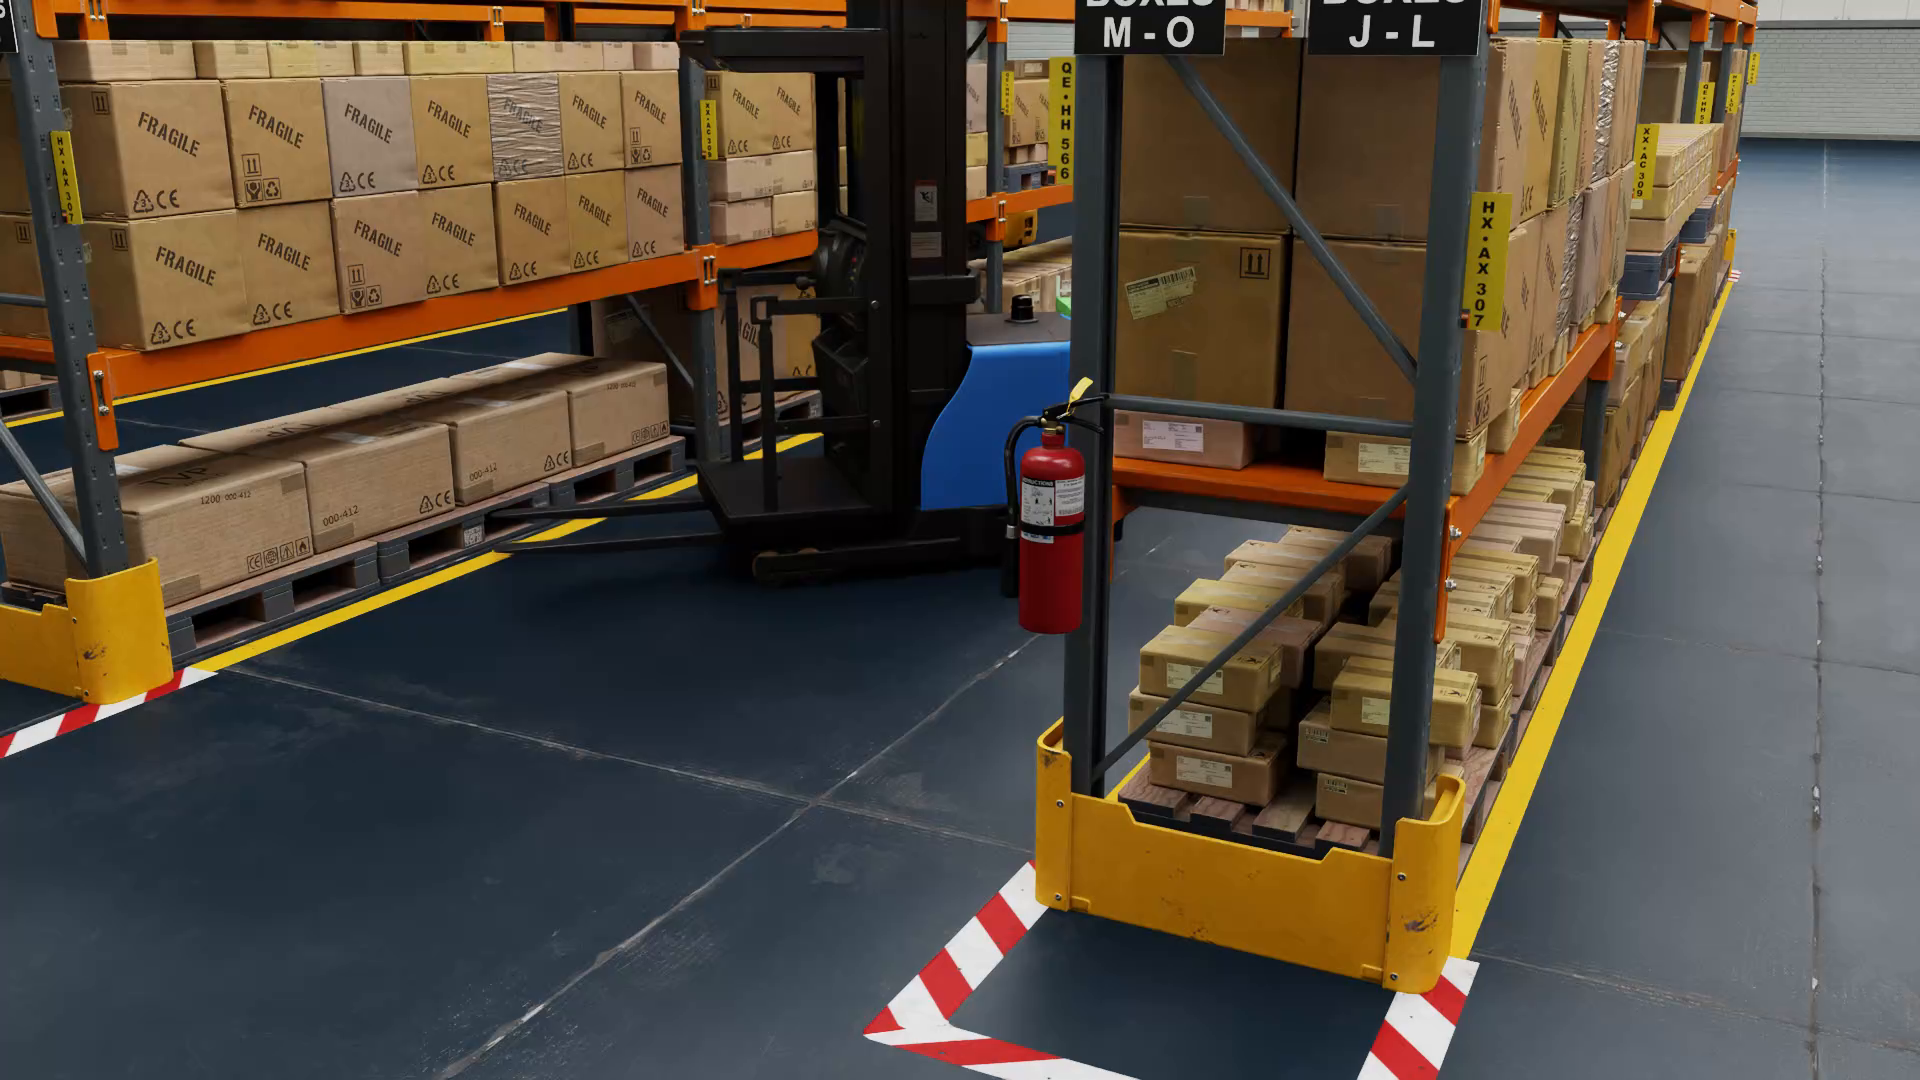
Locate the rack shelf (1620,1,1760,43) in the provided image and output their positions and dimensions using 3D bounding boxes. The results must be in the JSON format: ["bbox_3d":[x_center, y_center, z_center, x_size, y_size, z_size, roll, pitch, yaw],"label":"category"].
[{"bbox_3d":[7.023,-4.976,16.005,1.077,0.370,4.000,8,18,25],"label":"rack shelf"}]

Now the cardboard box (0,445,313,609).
[{"bbox_3d":[-3.501,-0.075,7.271,0.875,0.438,0.875,7,18,24],"label":"cardboard box"}]

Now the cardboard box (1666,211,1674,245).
[{"bbox_3d":[3.260,-1.530,8.111,0.380,0.149,0.250,8,19,26],"label":"cardboard box"}]

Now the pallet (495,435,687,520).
[{"bbox_3d":[-2.329,-0.419,9.566,1.003,0.211,1.213,8,18,25],"label":"pallet"}]

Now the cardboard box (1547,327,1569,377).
[{"bbox_3d":[2.002,-0.705,6.072,0.380,0.149,0.250,9,19,26],"label":"cardboard box"}]

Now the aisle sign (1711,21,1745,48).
[{"bbox_3d":[8.216,-5.618,17.607,0.394,0.787,0.004,8,18,25],"label":"aisle sign"}]

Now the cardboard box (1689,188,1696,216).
[{"bbox_3d":[3.955,-1.925,9.442,0.380,0.149,0.250,9,19,27],"label":"cardboard box"}]

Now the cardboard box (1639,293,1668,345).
[{"bbox_3d":[4.055,-1.380,10.237,0.500,0.250,0.500,8,18,26],"label":"cardboard box"}]

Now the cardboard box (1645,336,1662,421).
[{"bbox_3d":[4.046,-1.025,10.360,0.500,0.500,0.500,9,19,28],"label":"cardboard box"}]

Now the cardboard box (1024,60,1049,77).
[{"bbox_3d":[0.736,-4.316,15.212,0.380,0.149,0.250,9,19,28],"label":"cardboard box"}]

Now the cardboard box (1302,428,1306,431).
[{"bbox_3d":[0.903,-0.440,5.178,0.380,0.149,0.250,8,18,25],"label":"cardboard box"}]

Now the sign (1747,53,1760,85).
[{"bbox_3d":[8.395,-4.988,17.602,0.100,0.325,0.005,8,18,25],"label":"sign"}]

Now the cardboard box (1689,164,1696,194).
[{"bbox_3d":[3.839,-2.000,9.170,0.380,0.149,0.250,8,18,24],"label":"cardboard box"}]

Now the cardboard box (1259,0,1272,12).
[{"bbox_3d":[3.302,-6.057,18.820,0.380,0.149,0.250,9,19,27],"label":"cardboard box"}]

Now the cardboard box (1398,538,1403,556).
[{"bbox_3d":[1.639,-0.057,6.674,0.380,0.149,0.250,7,18,23],"label":"cardboard box"}]

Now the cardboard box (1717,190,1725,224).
[{"bbox_3d":[6.872,-2.938,16.141,0.875,0.875,0.875,8,18,26],"label":"cardboard box"}]

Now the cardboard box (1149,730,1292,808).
[{"bbox_3d":[0.815,0.688,5.210,0.380,0.149,0.250,8,19,26],"label":"cardboard box"}]

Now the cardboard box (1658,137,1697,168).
[{"bbox_3d":[3.719,-2.073,8.895,0.380,0.149,0.250,9,19,27],"label":"cardboard box"}]

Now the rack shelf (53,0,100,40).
[{"bbox_3d":[-7.255,-3.154,9.870,1.077,0.370,4.000,8,18,25],"label":"rack shelf"}]

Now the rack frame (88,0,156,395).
[{"bbox_3d":[-6.362,-2.570,11.910,1.000,3.000,0.127,8,18,25],"label":"rack frame"}]

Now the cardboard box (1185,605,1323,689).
[{"bbox_3d":[0.940,0.339,5.338,0.380,0.149,0.250,8,19,26],"label":"cardboard box"}]

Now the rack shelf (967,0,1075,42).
[{"bbox_3d":[0.762,-4.561,14.608,1.077,0.370,4.000,8,18,25],"label":"rack shelf"}]

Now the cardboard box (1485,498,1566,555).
[{"bbox_3d":[2.220,-0.061,6.685,0.380,0.149,0.250,7,18,23],"label":"cardboard box"}]

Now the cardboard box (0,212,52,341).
[{"bbox_3d":[-3.728,-1.125,6.870,0.500,0.500,0.500,8,18,26],"label":"cardboard box"}]

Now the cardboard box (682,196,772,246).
[{"bbox_3d":[-1.487,-1.946,10.073,0.500,0.250,0.500,8,18,24],"label":"cardboard box"}]

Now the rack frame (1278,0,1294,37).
[{"bbox_3d":[3.443,-4.996,20.078,1.000,3.000,0.127,8,18,25],"label":"rack frame"}]

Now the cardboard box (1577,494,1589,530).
[{"bbox_3d":[2.588,-0.122,7.414,0.380,0.149,0.250,7,18,23],"label":"cardboard box"}]

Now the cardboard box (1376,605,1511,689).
[{"bbox_3d":[1.548,0.340,5.337,0.380,0.149,0.250,8,18,25],"label":"cardboard box"}]

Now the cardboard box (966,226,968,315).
[{"bbox_3d":[-0.515,-1.976,12.903,0.875,0.875,0.875,8,18,25],"label":"cardboard box"}]

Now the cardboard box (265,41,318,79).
[{"bbox_3d":[-2.927,-2.011,6.956,0.380,0.149,0.250,7,18,24],"label":"cardboard box"}]

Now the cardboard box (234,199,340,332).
[{"bbox_3d":[-3.034,-1.187,7.077,0.500,0.500,0.500,8,18,25],"label":"cardboard box"}]

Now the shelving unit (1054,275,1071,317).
[{"bbox_3d":[0.688,-0.834,9.225,0.258,1.200,0.503,-2,17,-7],"label":"shelving unit"}]

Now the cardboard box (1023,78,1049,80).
[{"bbox_3d":[0.734,-3.705,14.296,0.500,0.500,0.500,8,19,26],"label":"cardboard box"}]

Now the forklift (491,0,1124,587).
[{"bbox_3d":[-0.761,-1.352,7.927,3.031,2.935,1.130,-5,17,-16],"label":"forklift"}]

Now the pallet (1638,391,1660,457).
[{"bbox_3d":[3.991,-0.819,10.911,1.003,0.211,1.213,8,18,25],"label":"pallet"}]

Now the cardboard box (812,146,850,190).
[{"bbox_3d":[-1.013,-2.445,10.874,0.500,0.250,0.500,8,18,26],"label":"cardboard box"}]

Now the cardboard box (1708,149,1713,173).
[{"bbox_3d":[4.528,-2.394,10.499,0.380,0.149,0.250,9,19,27],"label":"cardboard box"}]

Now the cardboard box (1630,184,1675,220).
[{"bbox_3d":[3.142,-1.601,7.828,0.380,0.149,0.250,8,19,26],"label":"cardboard box"}]

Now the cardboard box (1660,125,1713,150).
[{"bbox_3d":[4.418,-2.474,10.244,0.380,0.149,0.250,8,18,25],"label":"cardboard box"}]

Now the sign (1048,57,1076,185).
[{"bbox_3d":[0.279,-1.099,4.368,0.100,0.325,0.005,8,18,25],"label":"sign"}]

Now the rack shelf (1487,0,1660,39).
[{"bbox_3d":[1.661,-1.919,5.714,1.077,0.370,4.000,8,18,25],"label":"rack shelf"}]

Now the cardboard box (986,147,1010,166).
[{"bbox_3d":[0.180,-3.099,13.393,0.380,0.149,0.250,7,18,22],"label":"cardboard box"}]

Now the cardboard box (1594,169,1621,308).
[{"bbox_3d":[2.358,-1.235,6.716,0.500,0.500,0.500,8,18,24],"label":"cardboard box"}]

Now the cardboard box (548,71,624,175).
[{"bbox_3d":[-2.117,-2.184,8.676,0.500,0.500,0.500,8,18,25],"label":"cardboard box"}]

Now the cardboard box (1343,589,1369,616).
[{"bbox_3d":[1.329,0.206,6.310,0.380,0.149,0.250,9,19,28],"label":"cardboard box"}]

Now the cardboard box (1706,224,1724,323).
[{"bbox_3d":[5.932,-2.327,14.304,1.050,0.750,0.750,8,18,25],"label":"cardboard box"}]

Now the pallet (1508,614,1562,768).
[{"bbox_3d":[1.742,0.488,6.509,1.003,0.211,1.213,8,18,25],"label":"pallet"}]

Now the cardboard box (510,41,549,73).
[{"bbox_3d":[-2.284,-2.408,8.294,0.380,0.149,0.250,8,18,25],"label":"cardboard box"}]

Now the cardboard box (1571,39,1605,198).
[{"bbox_3d":[1.902,-1.457,5.706,0.500,0.500,0.500,7,18,24],"label":"cardboard box"}]

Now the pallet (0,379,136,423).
[{"bbox_3d":[-6.669,-1.059,11.719,1.003,0.211,1.213,8,18,25],"label":"pallet"}]

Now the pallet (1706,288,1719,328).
[{"bbox_3d":[6.539,-2.221,15.630,1.003,0.211,1.213,8,18,25],"label":"pallet"}]

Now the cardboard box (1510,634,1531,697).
[{"bbox_3d":[1.866,0.434,6.065,0.380,0.149,0.250,7,18,23],"label":"cardboard box"}]
